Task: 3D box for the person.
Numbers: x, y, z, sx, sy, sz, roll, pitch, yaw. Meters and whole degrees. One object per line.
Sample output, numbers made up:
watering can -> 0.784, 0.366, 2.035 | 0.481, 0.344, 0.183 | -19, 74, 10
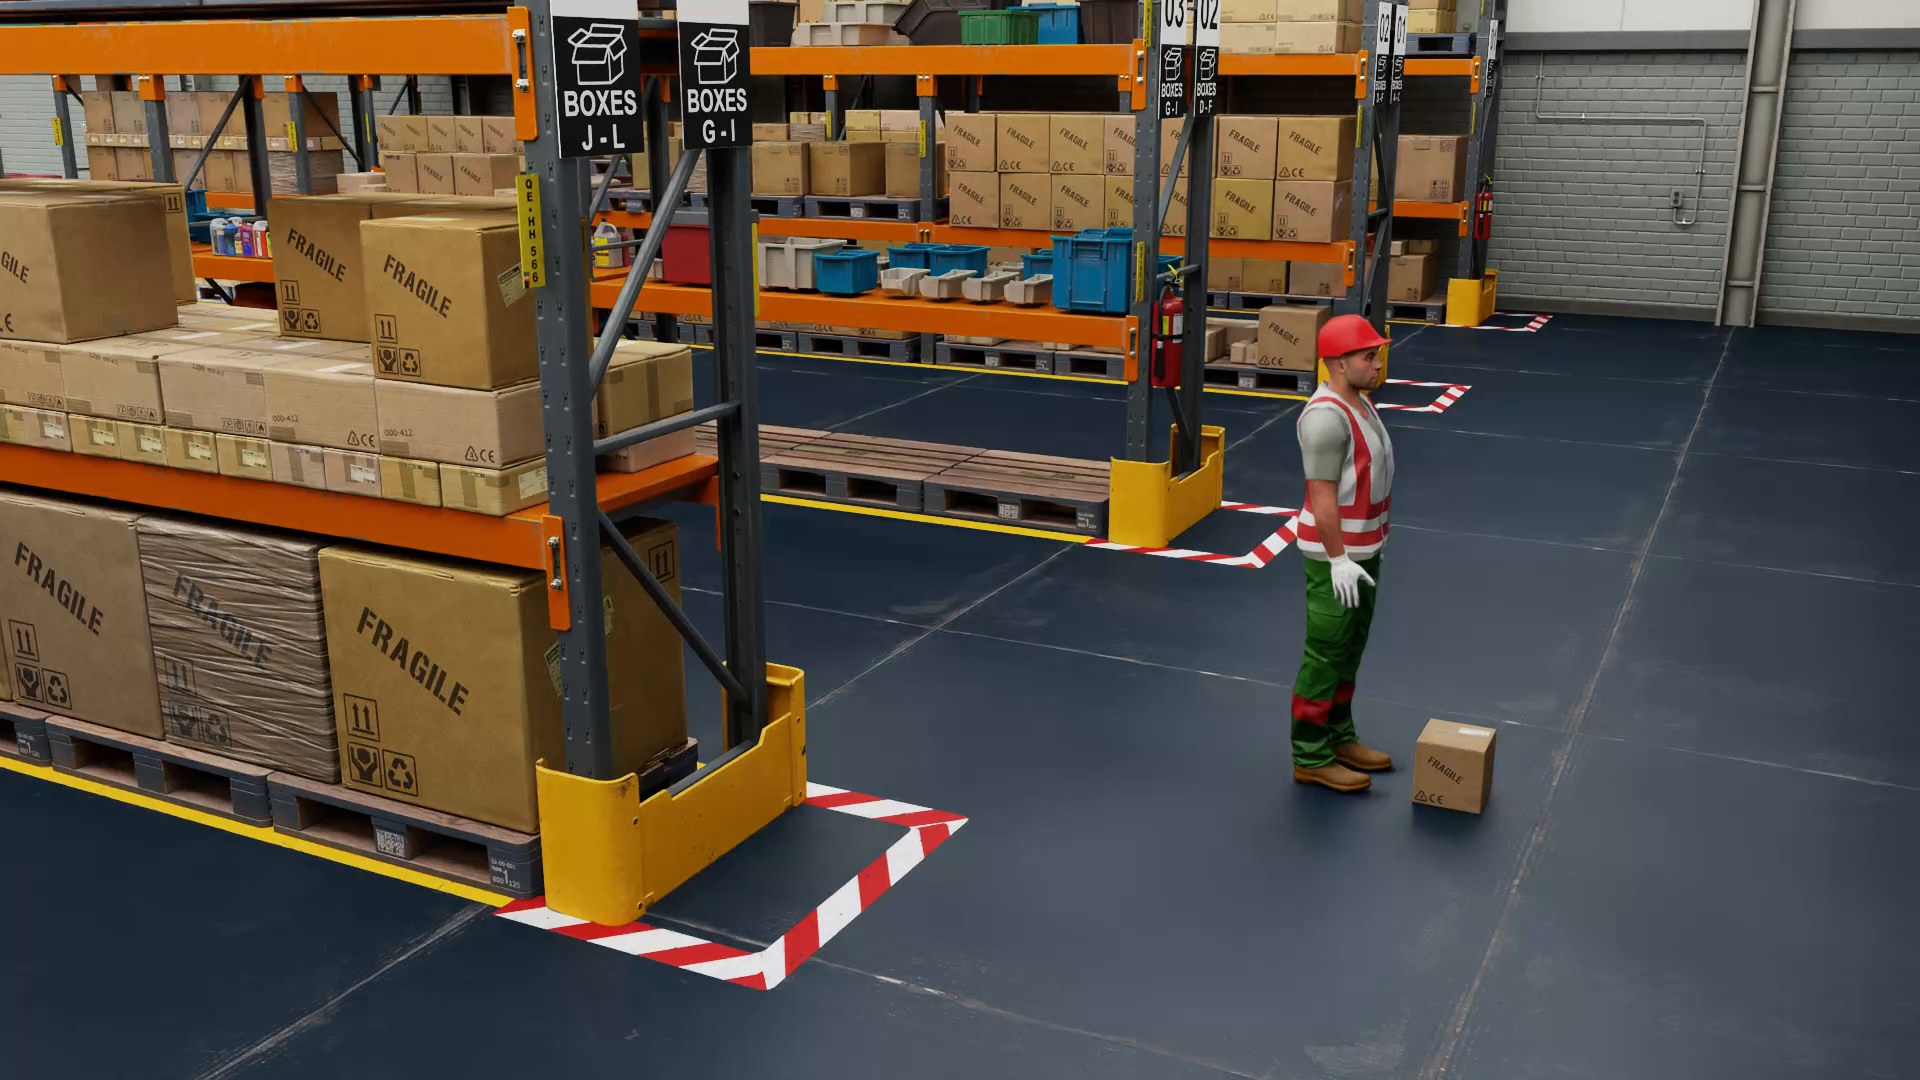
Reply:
person -> 1.468, 0.049, 6.280 | 0.383, 1.798, 0.534 | 8, 18, 27
